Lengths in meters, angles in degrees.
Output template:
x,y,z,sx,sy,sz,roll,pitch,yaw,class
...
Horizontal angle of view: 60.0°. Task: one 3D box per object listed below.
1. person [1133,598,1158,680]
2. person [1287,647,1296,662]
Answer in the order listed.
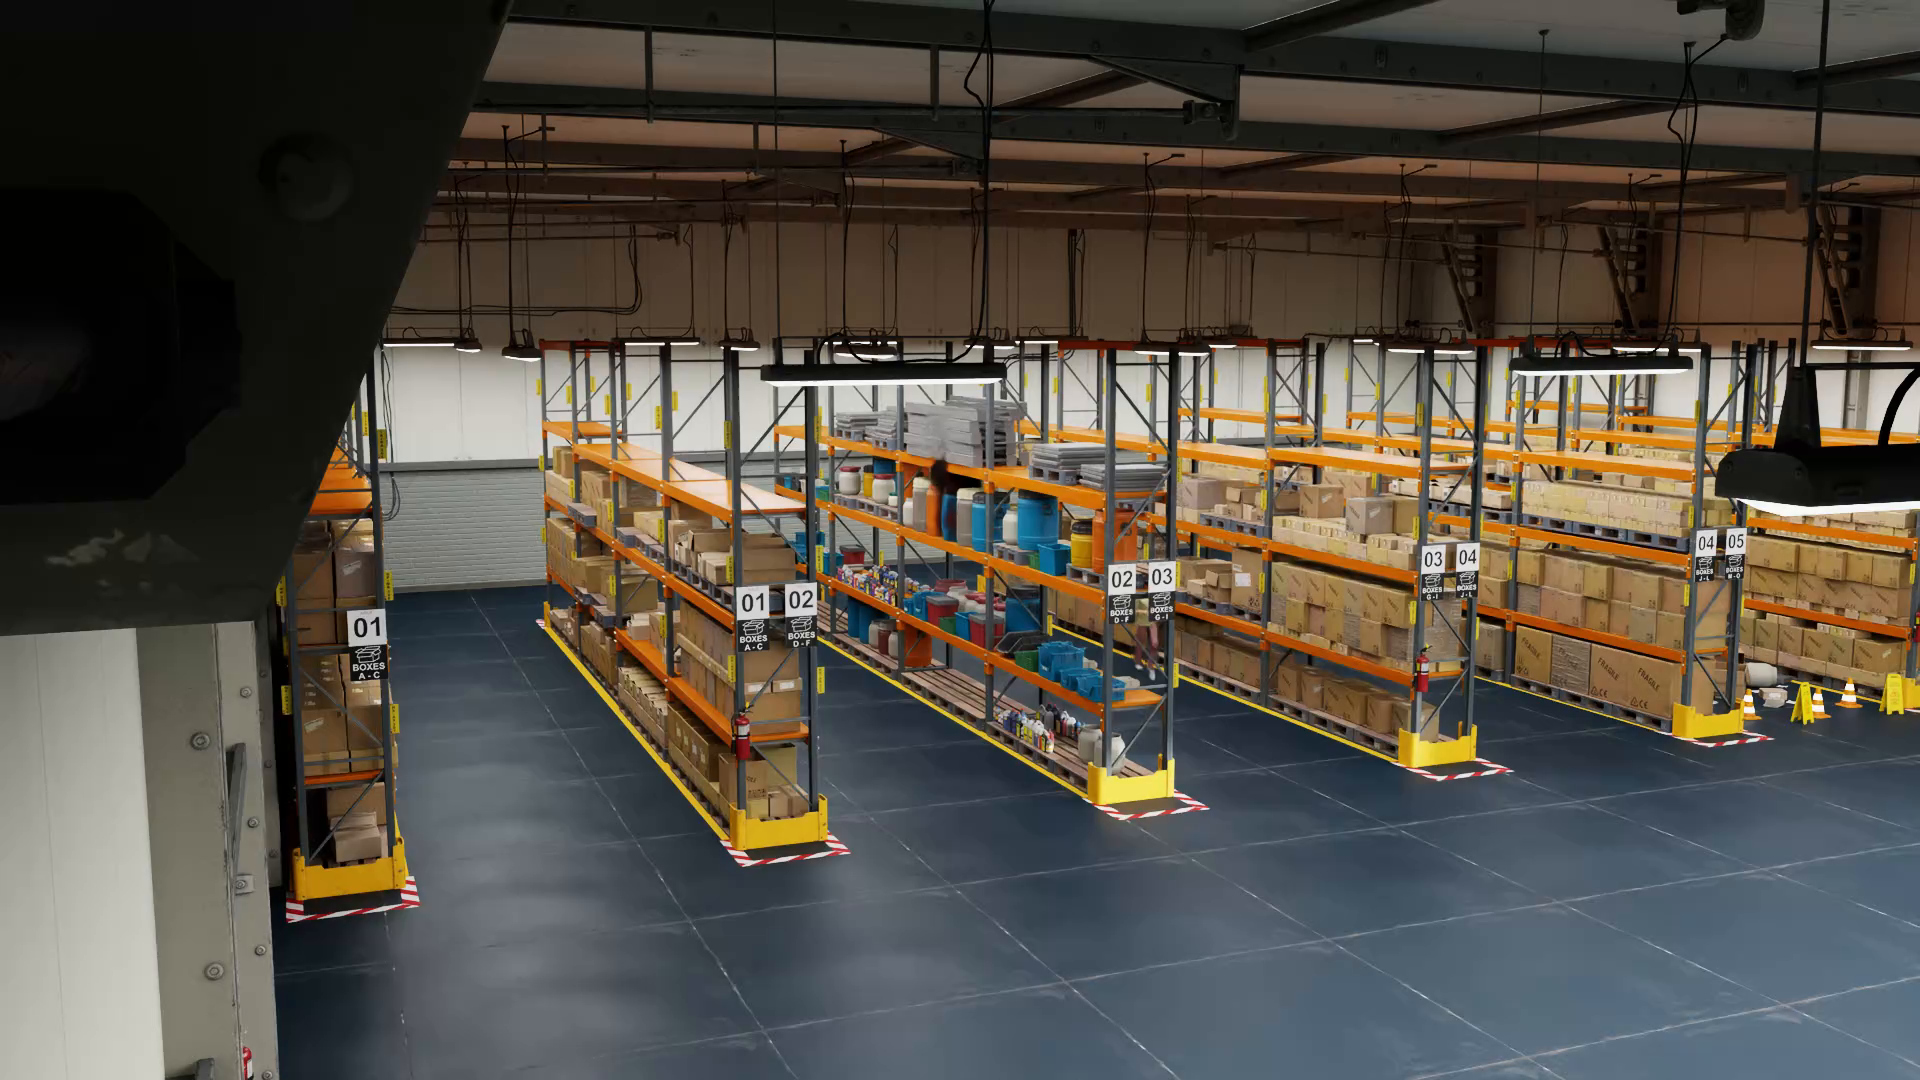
x,y,z,sx,sy,sz,roll,pitch,yaw,class
3.221,1.514,28.680,0.558,1.768,0.772,-2,8,-16,person
6.326,1.456,31.085,0.569,1.673,0.644,-4,8,-26,person
